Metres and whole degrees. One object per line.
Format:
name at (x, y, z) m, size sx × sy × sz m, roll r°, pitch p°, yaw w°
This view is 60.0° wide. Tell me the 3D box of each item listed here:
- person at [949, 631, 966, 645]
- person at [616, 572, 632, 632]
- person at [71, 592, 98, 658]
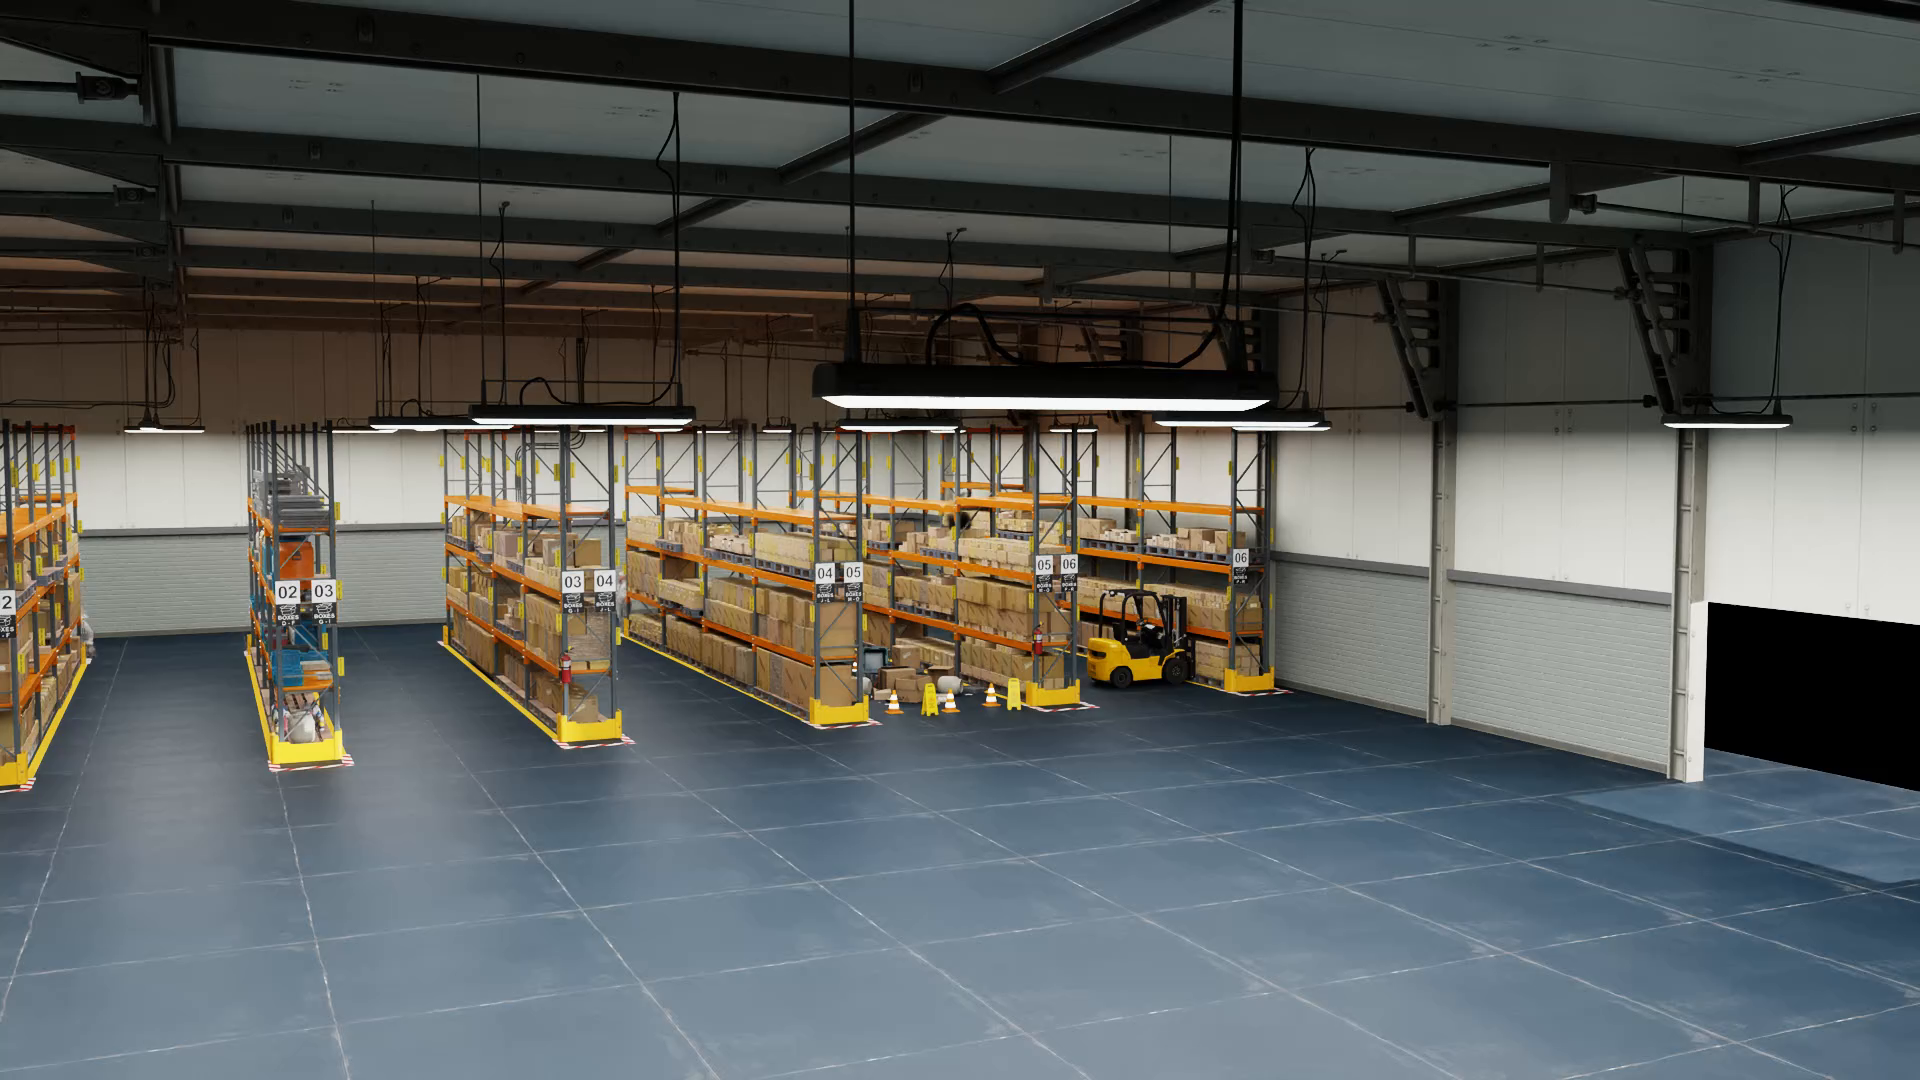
person at (-0.030, 2.096, 44.817) m, size 0.691 × 1.689 × 0.589 m, roll -3°, pitch 5°, yaw -39°
person at (-9.769, 1.810, 48.804) m, size 0.669 × 1.778 × 0.718 m, roll 4°, pitch 5°, yaw 44°
person at (-22.715, 2.162, 42.804) m, size 0.819 × 1.821 × 0.661 m, roll 0°, pitch 4°, yaw -5°
